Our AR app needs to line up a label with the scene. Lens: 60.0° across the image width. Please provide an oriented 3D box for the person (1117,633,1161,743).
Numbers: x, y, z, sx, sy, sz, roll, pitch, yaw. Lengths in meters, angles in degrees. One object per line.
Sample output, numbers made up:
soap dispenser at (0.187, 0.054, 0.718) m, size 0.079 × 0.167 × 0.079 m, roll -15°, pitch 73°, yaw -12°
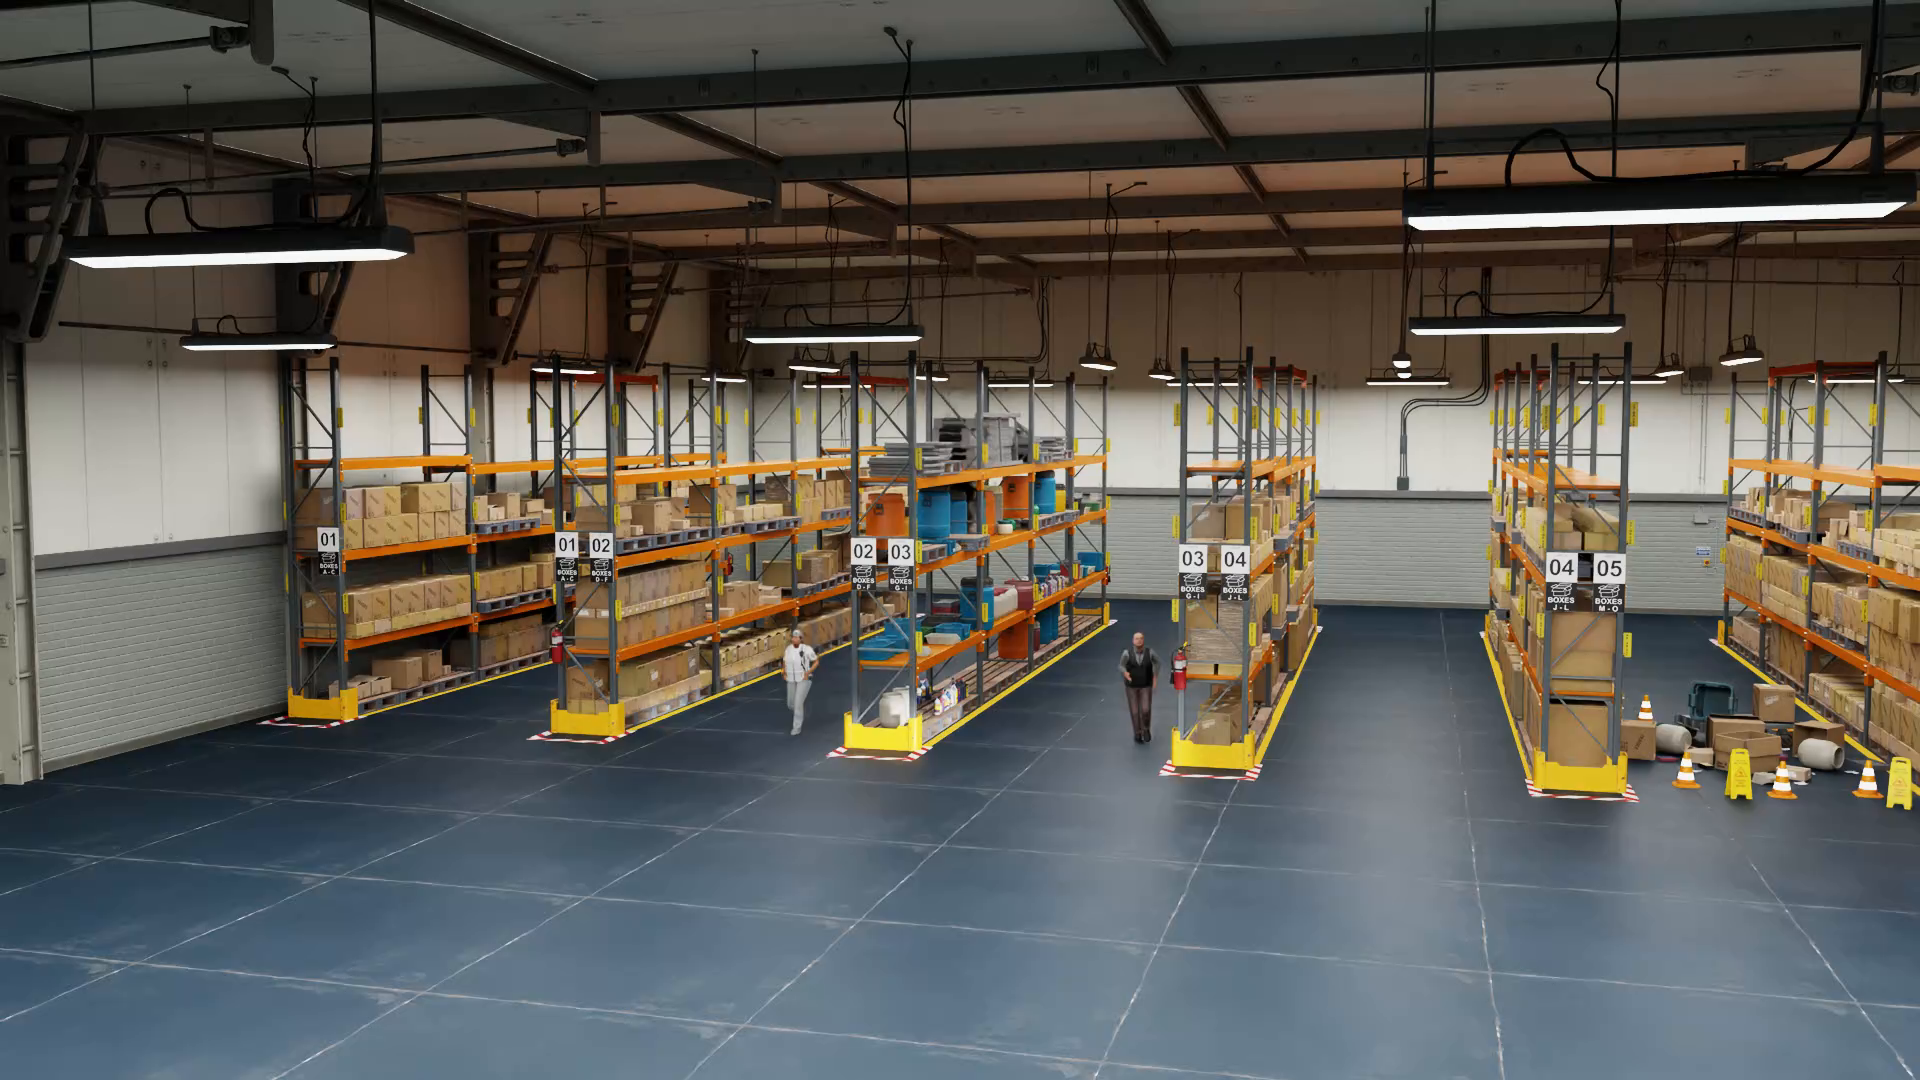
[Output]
person at (2.750, 2.278, 25.594) m, size 0.658 × 1.703 × 0.641 m, roll 1°, pitch 4°, yaw 9°

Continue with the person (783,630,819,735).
person at (-2.543, 2.259, 26.575) m, size 0.613 × 1.640 × 0.700 m, roll 1°, pitch 4°, yaw 19°
